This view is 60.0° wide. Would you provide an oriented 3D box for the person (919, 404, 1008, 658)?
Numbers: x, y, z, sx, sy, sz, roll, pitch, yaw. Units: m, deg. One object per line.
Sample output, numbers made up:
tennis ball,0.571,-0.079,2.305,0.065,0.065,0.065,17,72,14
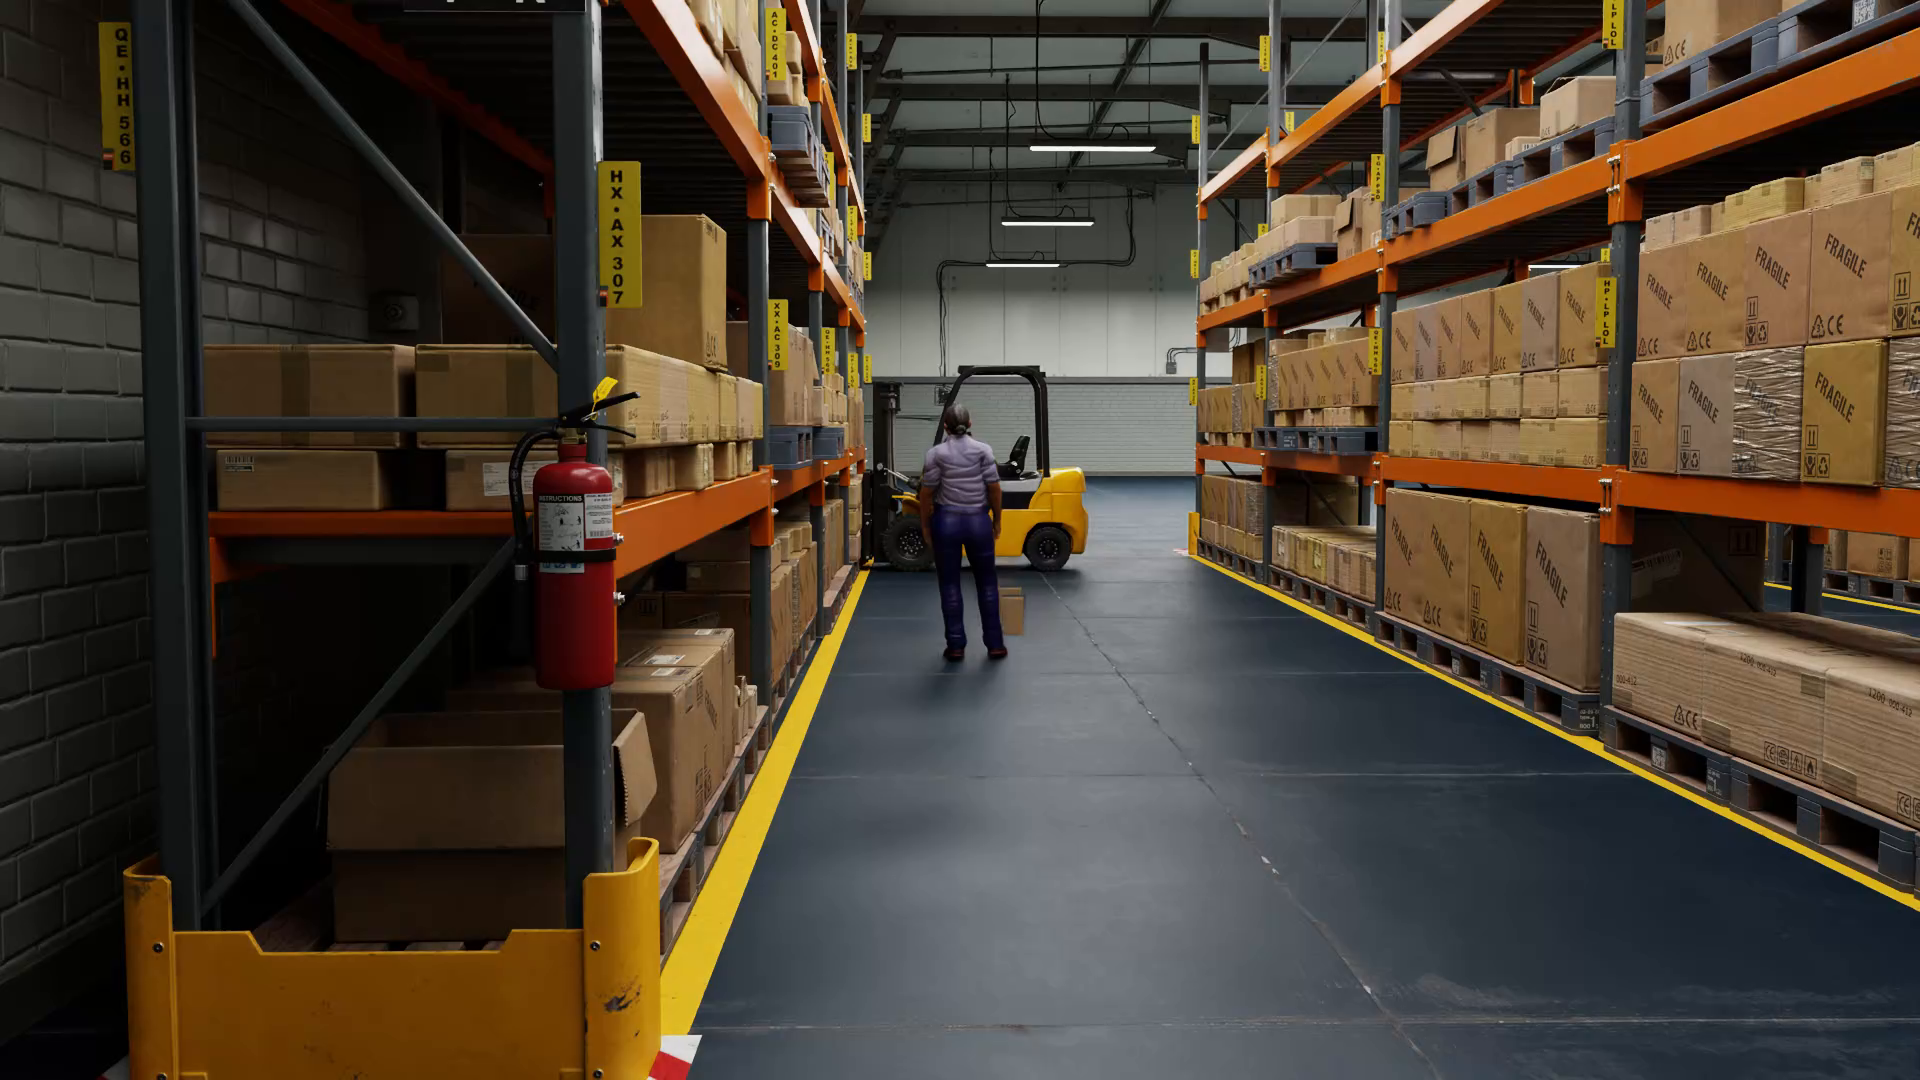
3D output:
person,0.027,-0.053,10.822,0.587,1.639,0.500,0,4,-1
